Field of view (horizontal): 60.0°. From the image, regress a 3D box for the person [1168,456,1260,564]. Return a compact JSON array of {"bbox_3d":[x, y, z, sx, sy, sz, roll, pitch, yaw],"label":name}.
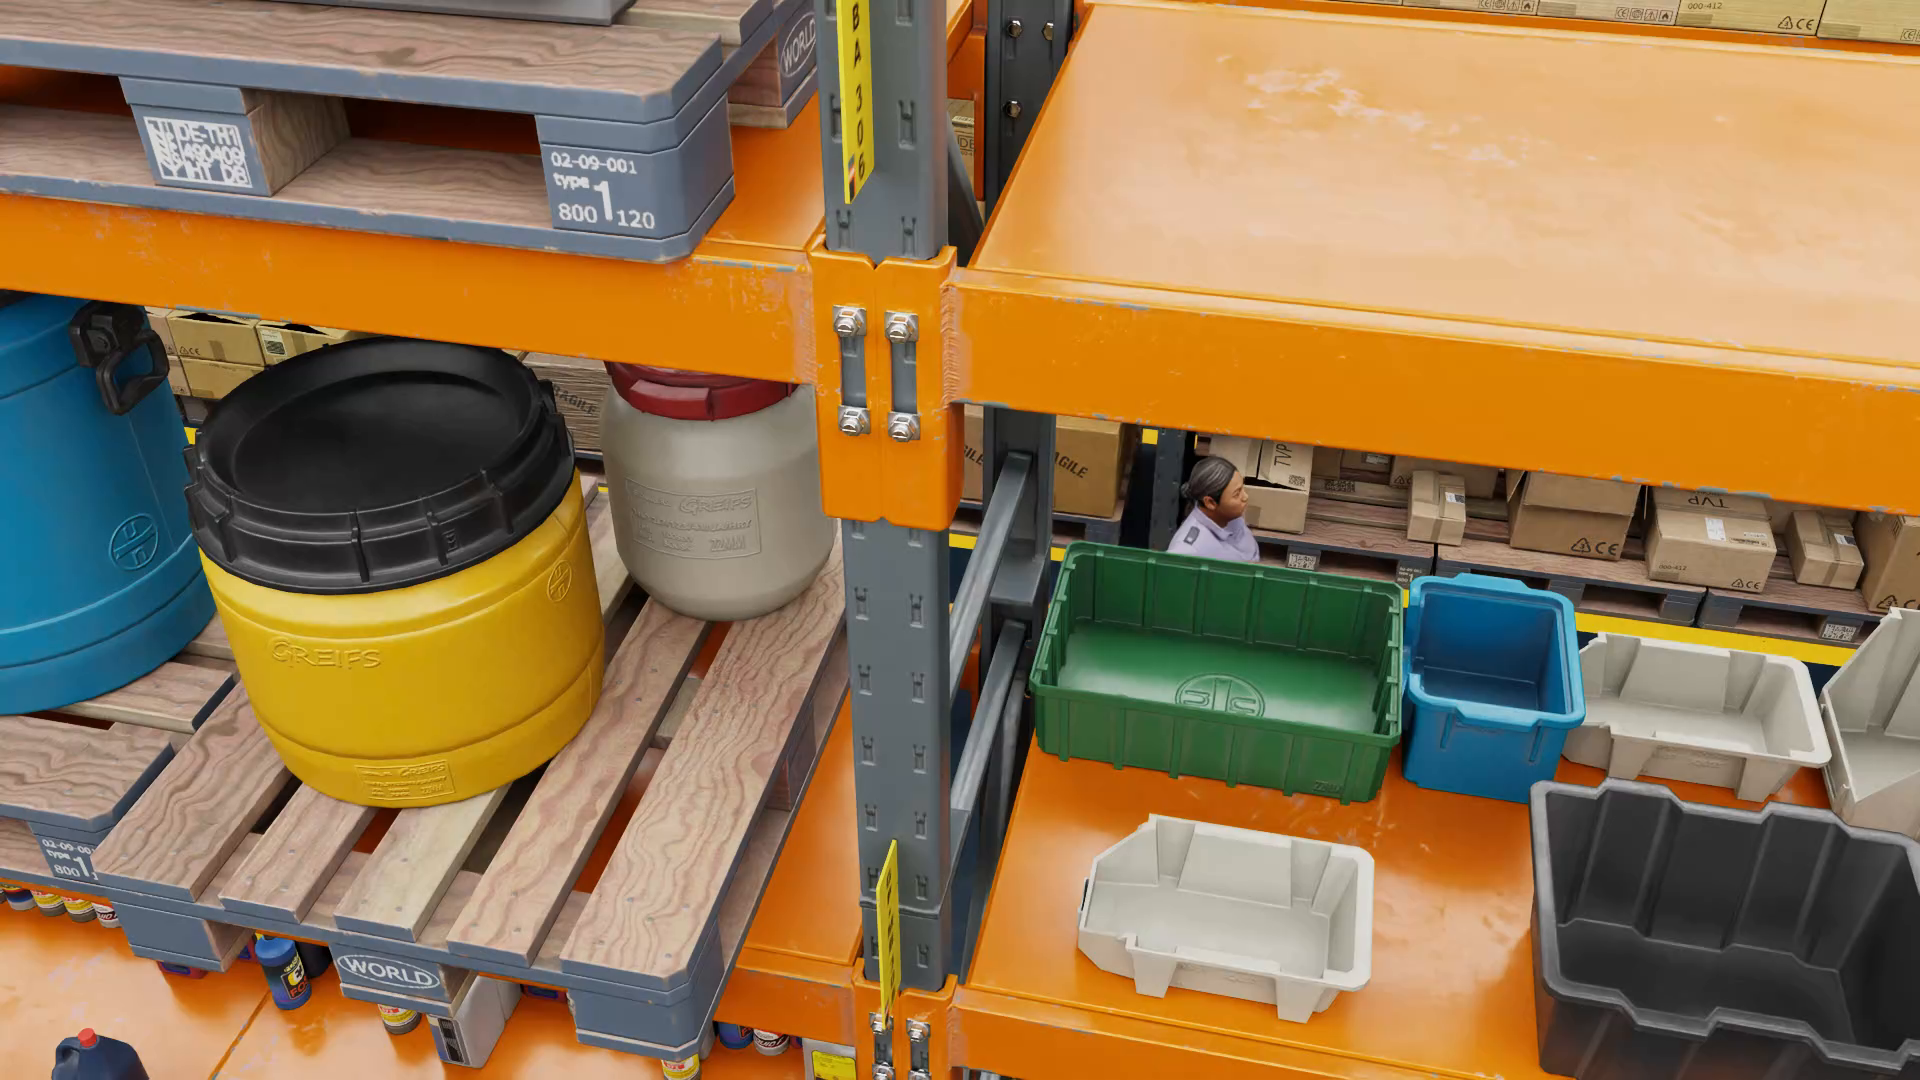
[{"bbox_3d":[0.914,0.367,6.449,0.654,1.627,0.481,20,41,25],"label":"person"}]
